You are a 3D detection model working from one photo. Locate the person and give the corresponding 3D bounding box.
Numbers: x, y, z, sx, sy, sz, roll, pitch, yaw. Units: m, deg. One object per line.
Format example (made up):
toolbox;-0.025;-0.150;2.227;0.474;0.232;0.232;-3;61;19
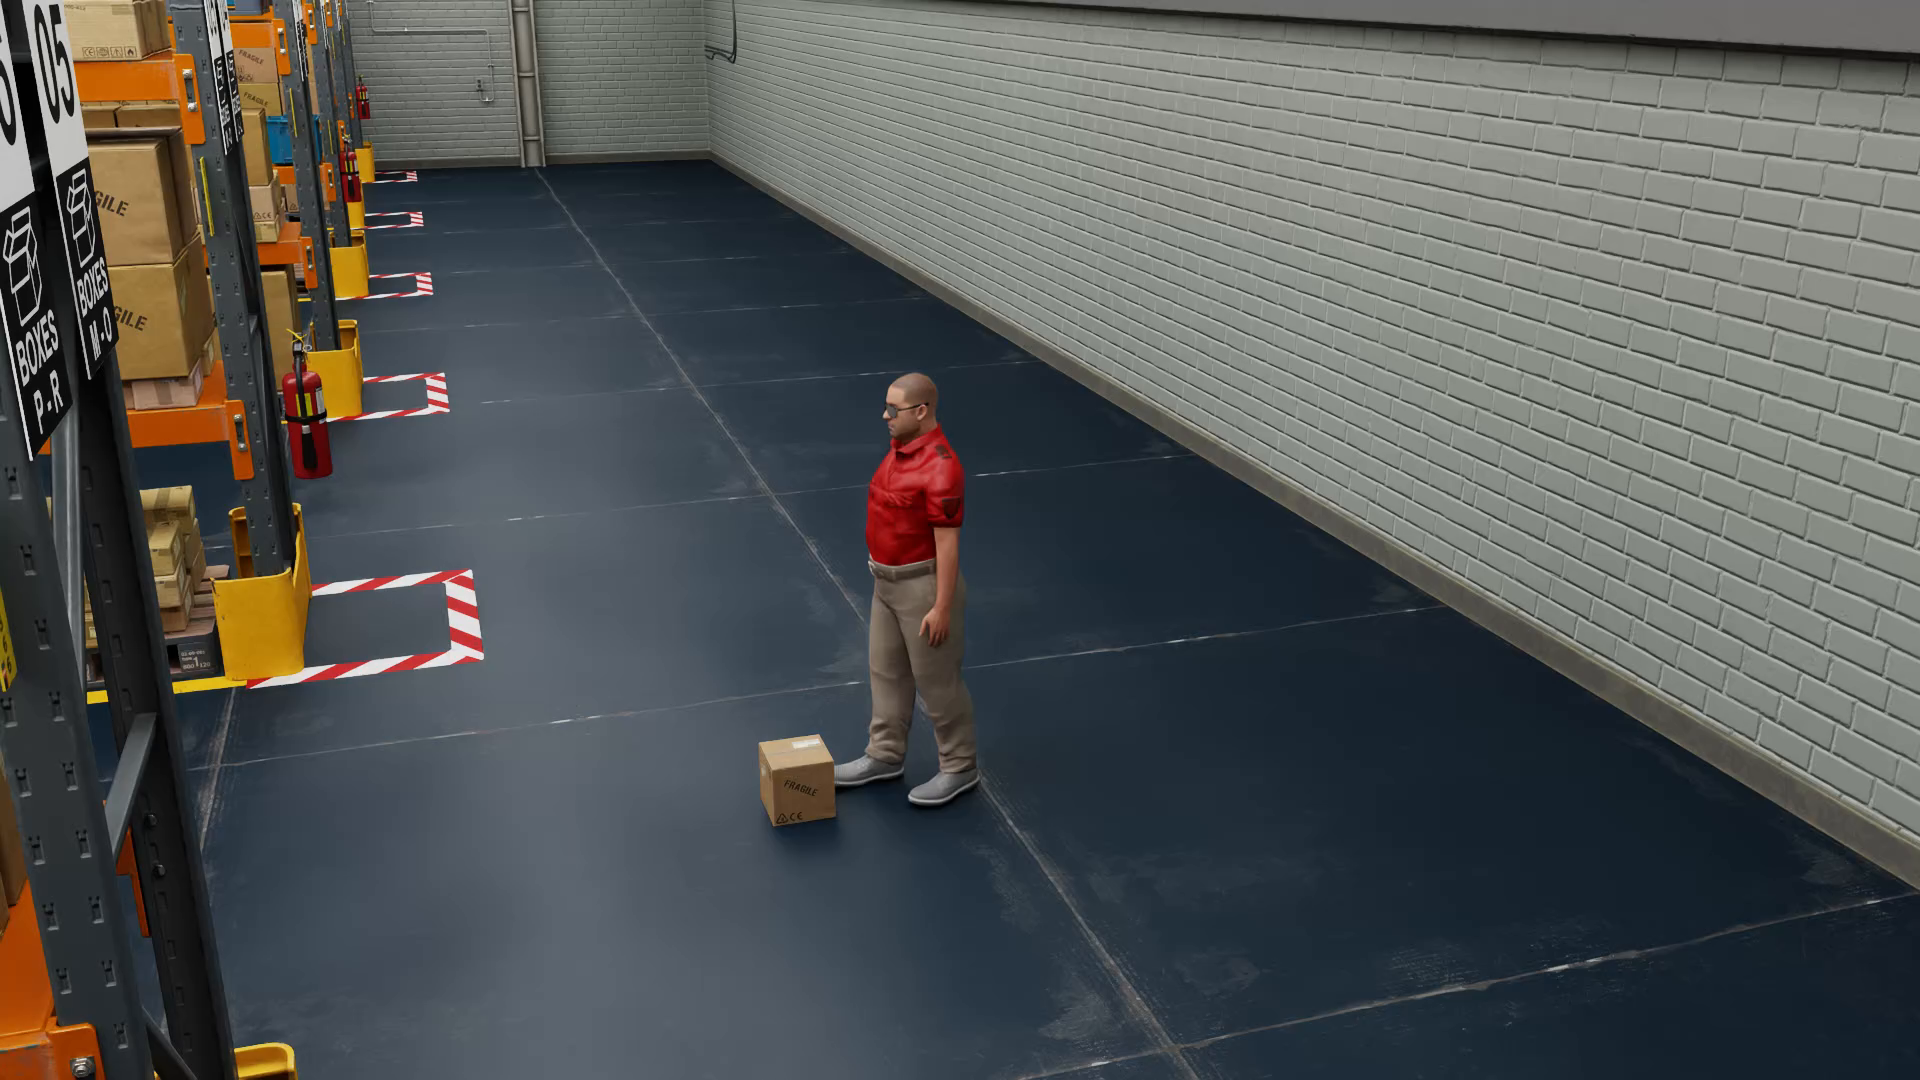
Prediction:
person;-0.219;0.200;6.488;0.564;1.725;0.563;-8;21;-23
